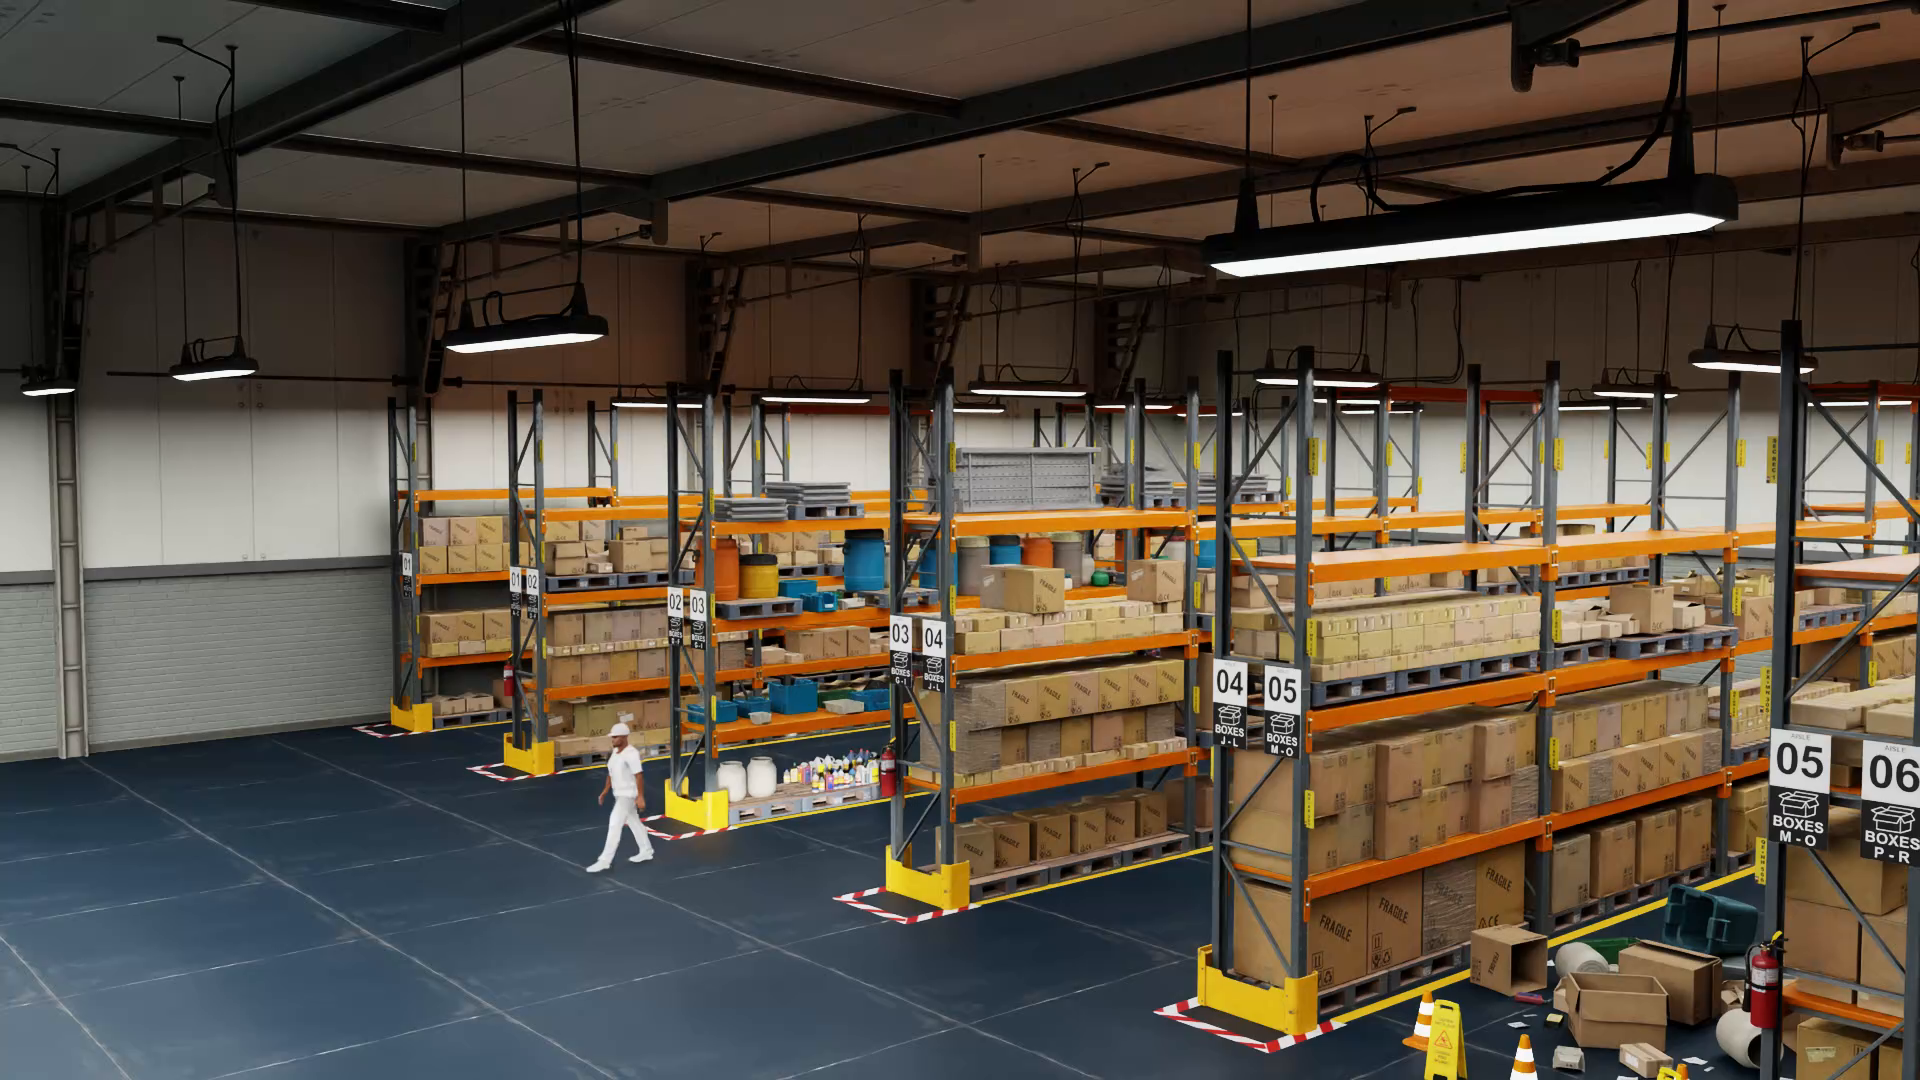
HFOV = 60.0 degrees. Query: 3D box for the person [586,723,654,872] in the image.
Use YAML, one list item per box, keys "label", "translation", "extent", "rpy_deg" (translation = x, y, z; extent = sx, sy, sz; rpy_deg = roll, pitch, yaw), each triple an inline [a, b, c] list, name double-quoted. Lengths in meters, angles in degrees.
- label: "person"
  translation: [-4.157, 3.091, 20.216]
  extent: [0.925, 1.720, 0.587]
  rpy_deg: [-2, 4, -29]
